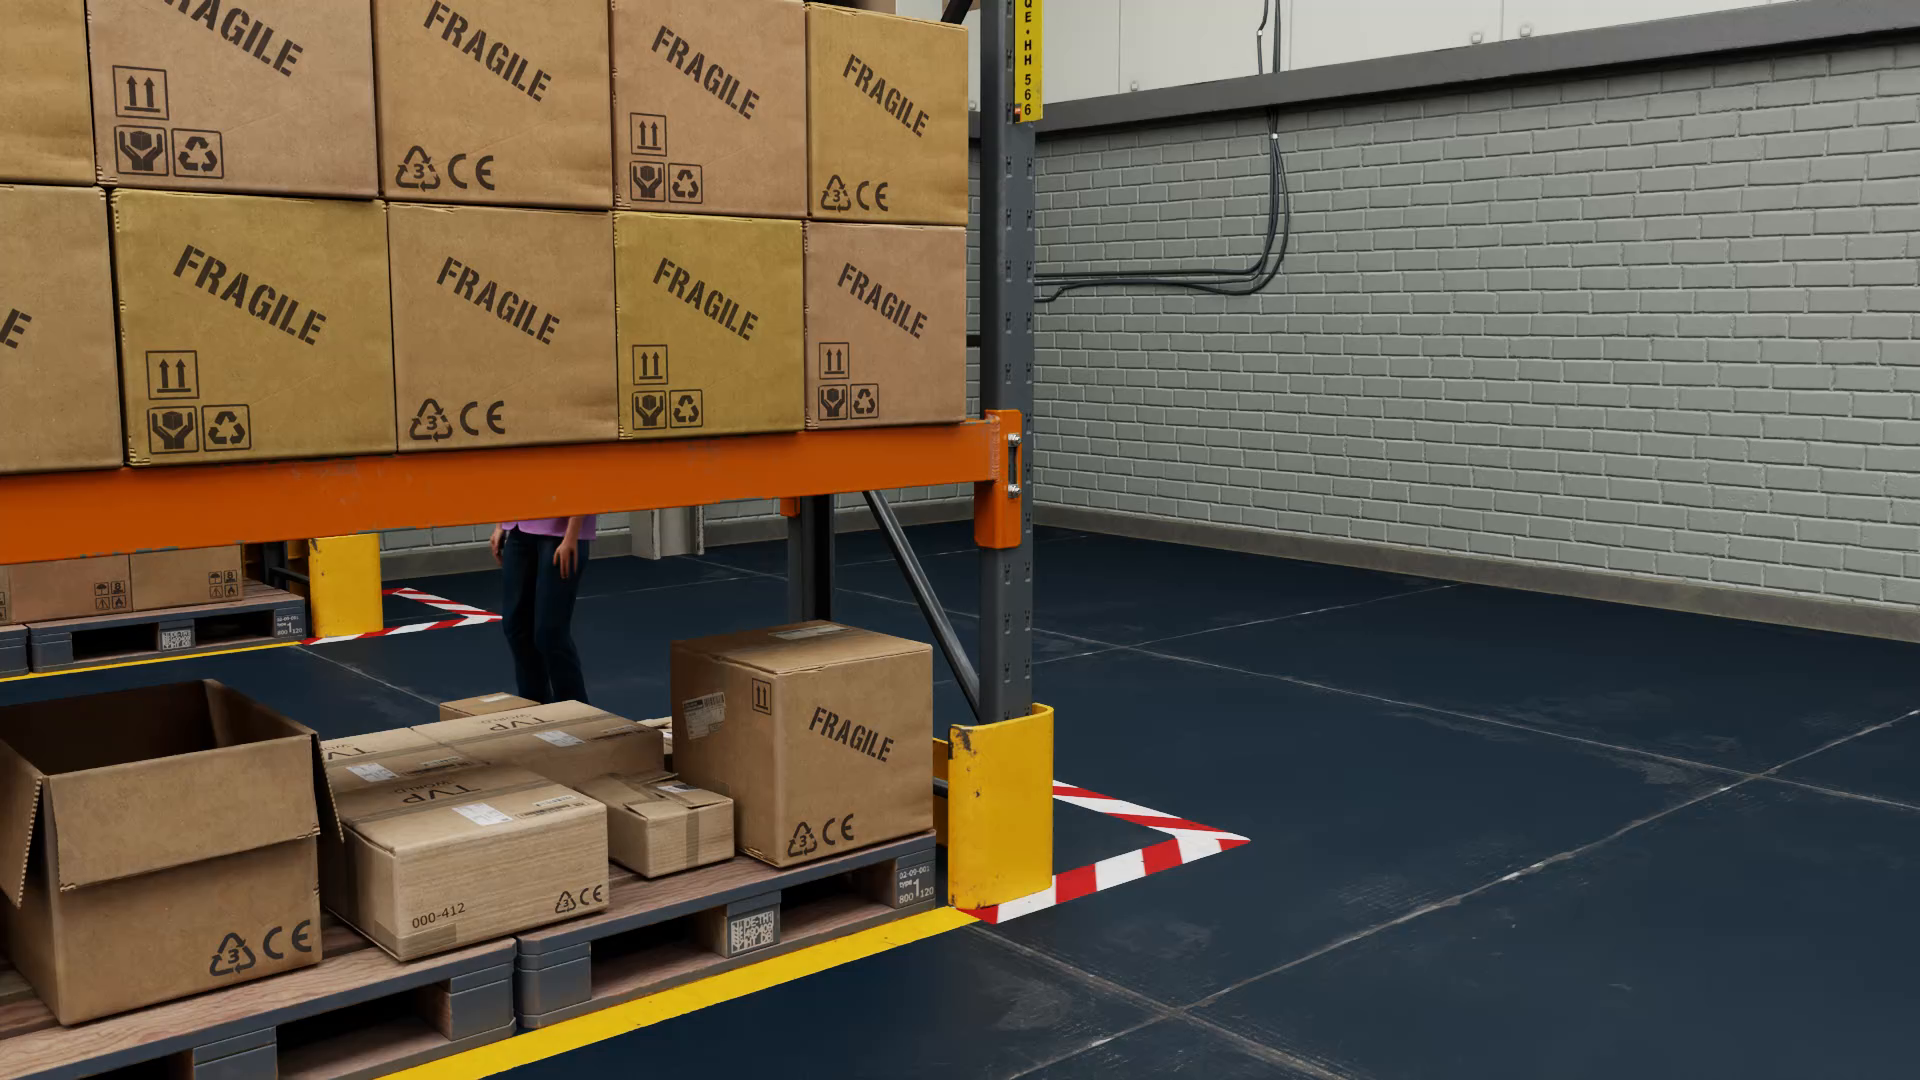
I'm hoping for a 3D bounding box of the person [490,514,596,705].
[{"bbox_3d":[-1.473,0.003,5.852,0.486,1.583,0.341,7,10,41],"label":"person"}]
